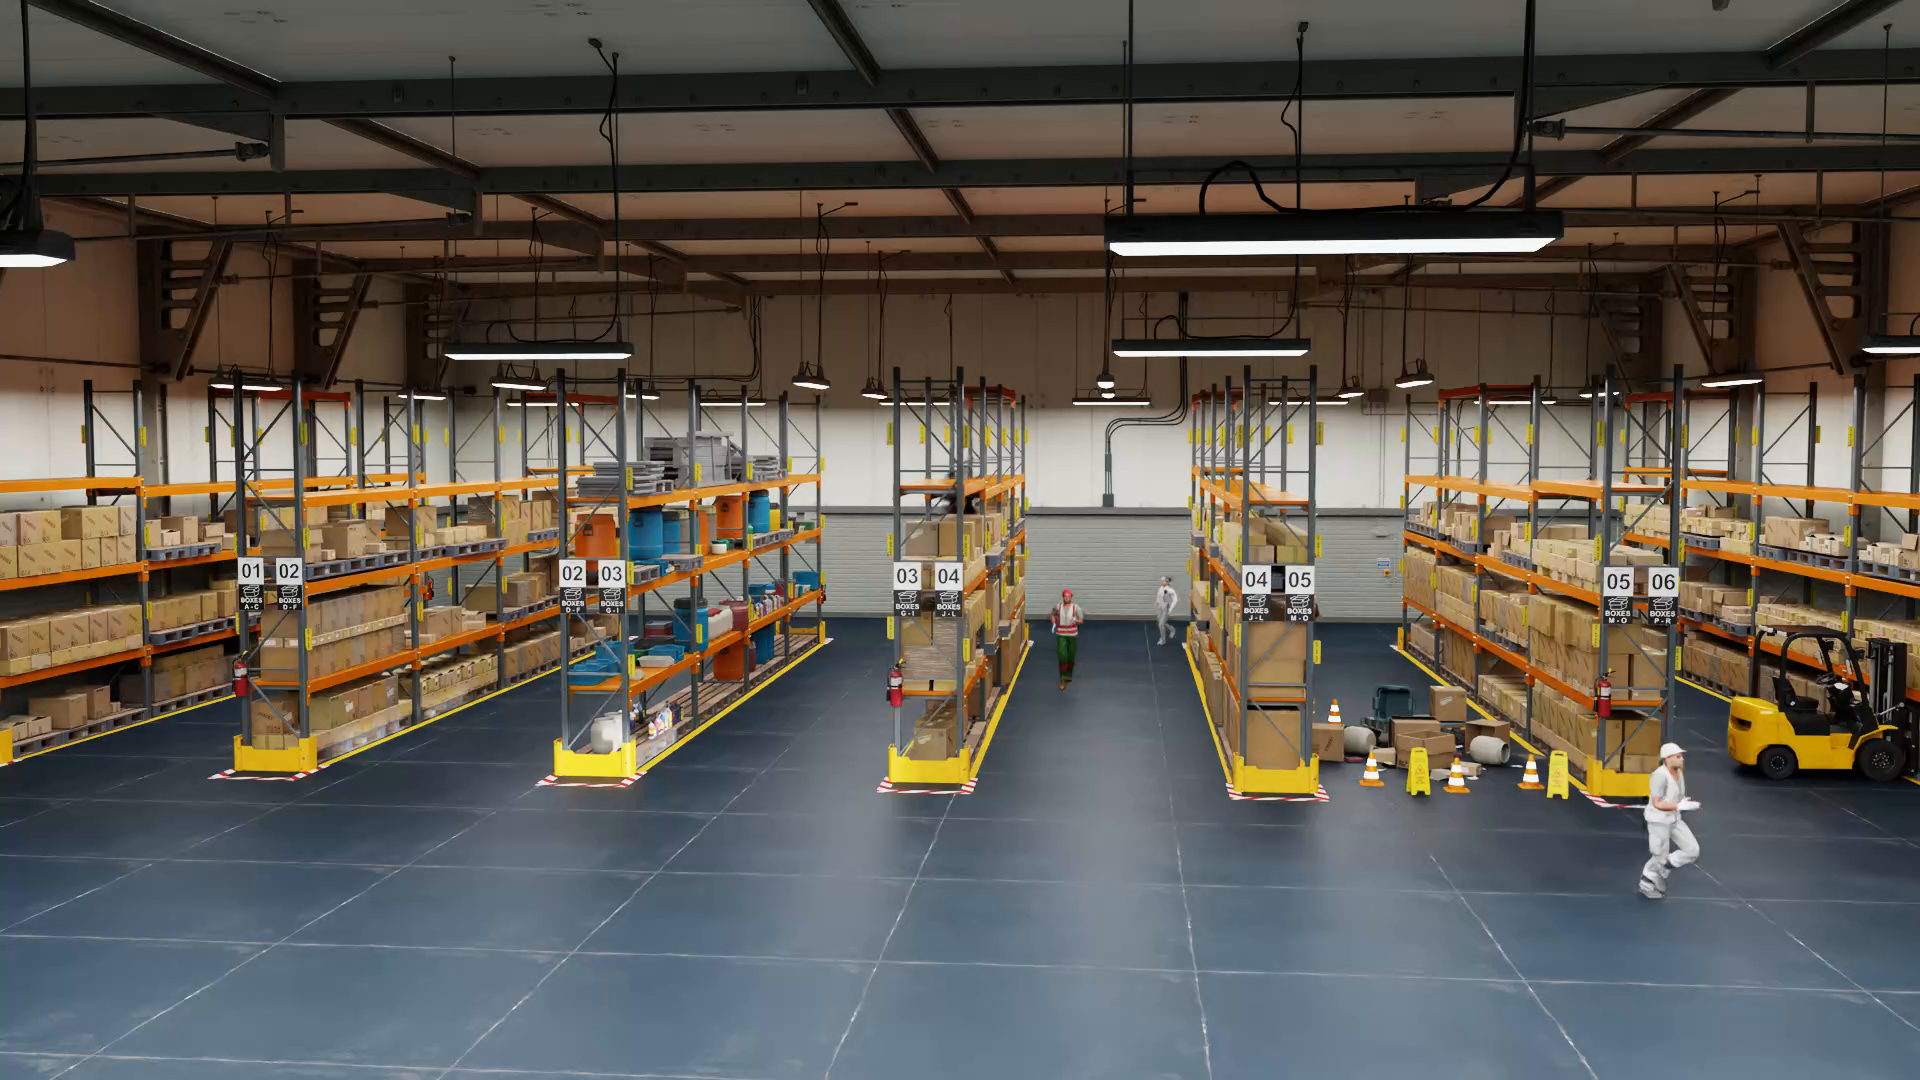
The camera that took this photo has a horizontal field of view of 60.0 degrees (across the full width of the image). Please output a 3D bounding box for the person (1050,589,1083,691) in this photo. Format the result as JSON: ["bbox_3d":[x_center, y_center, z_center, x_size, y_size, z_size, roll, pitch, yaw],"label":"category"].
[{"bbox_3d":[2.020,1.879,31.498,0.631,1.900,0.710,0,4,4],"label":"person"}]

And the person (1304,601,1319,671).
[{"bbox_3d":[7.287,1.925,35.342,0.708,1.856,0.839,0,4,5],"label":"person"}]

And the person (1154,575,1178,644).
[{"bbox_3d":[4.998,1.685,40.273,0.613,1.675,0.658,-2,4,-32],"label":"person"}]

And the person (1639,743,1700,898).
[{"bbox_3d":[7.588,3.015,17.760,0.698,1.727,0.726,-3,4,-37],"label":"person"}]
